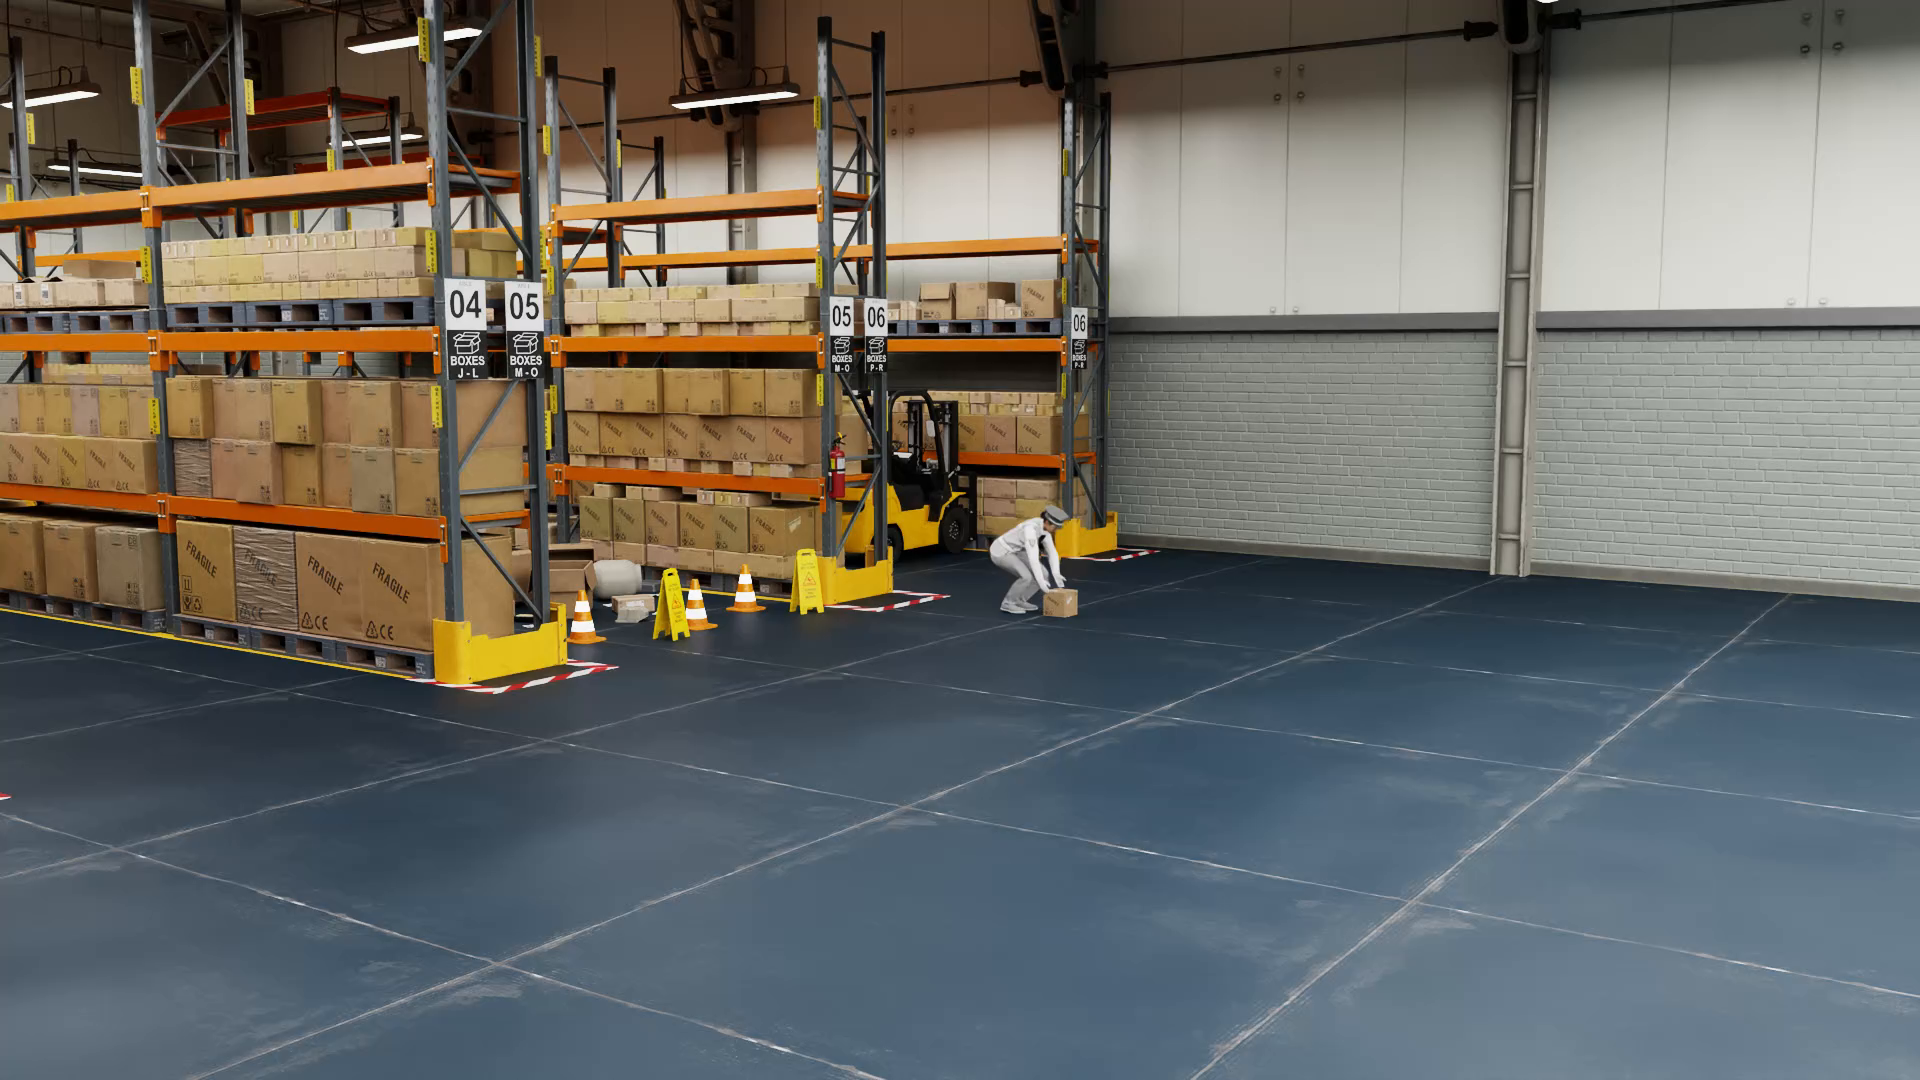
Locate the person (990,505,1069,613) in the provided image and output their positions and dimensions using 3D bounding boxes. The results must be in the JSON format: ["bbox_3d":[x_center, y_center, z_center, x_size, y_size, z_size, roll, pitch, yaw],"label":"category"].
[{"bbox_3d":[0.718,0.187,16.887,0.820,1.101,0.509,4,8,33],"label":"person"}]
